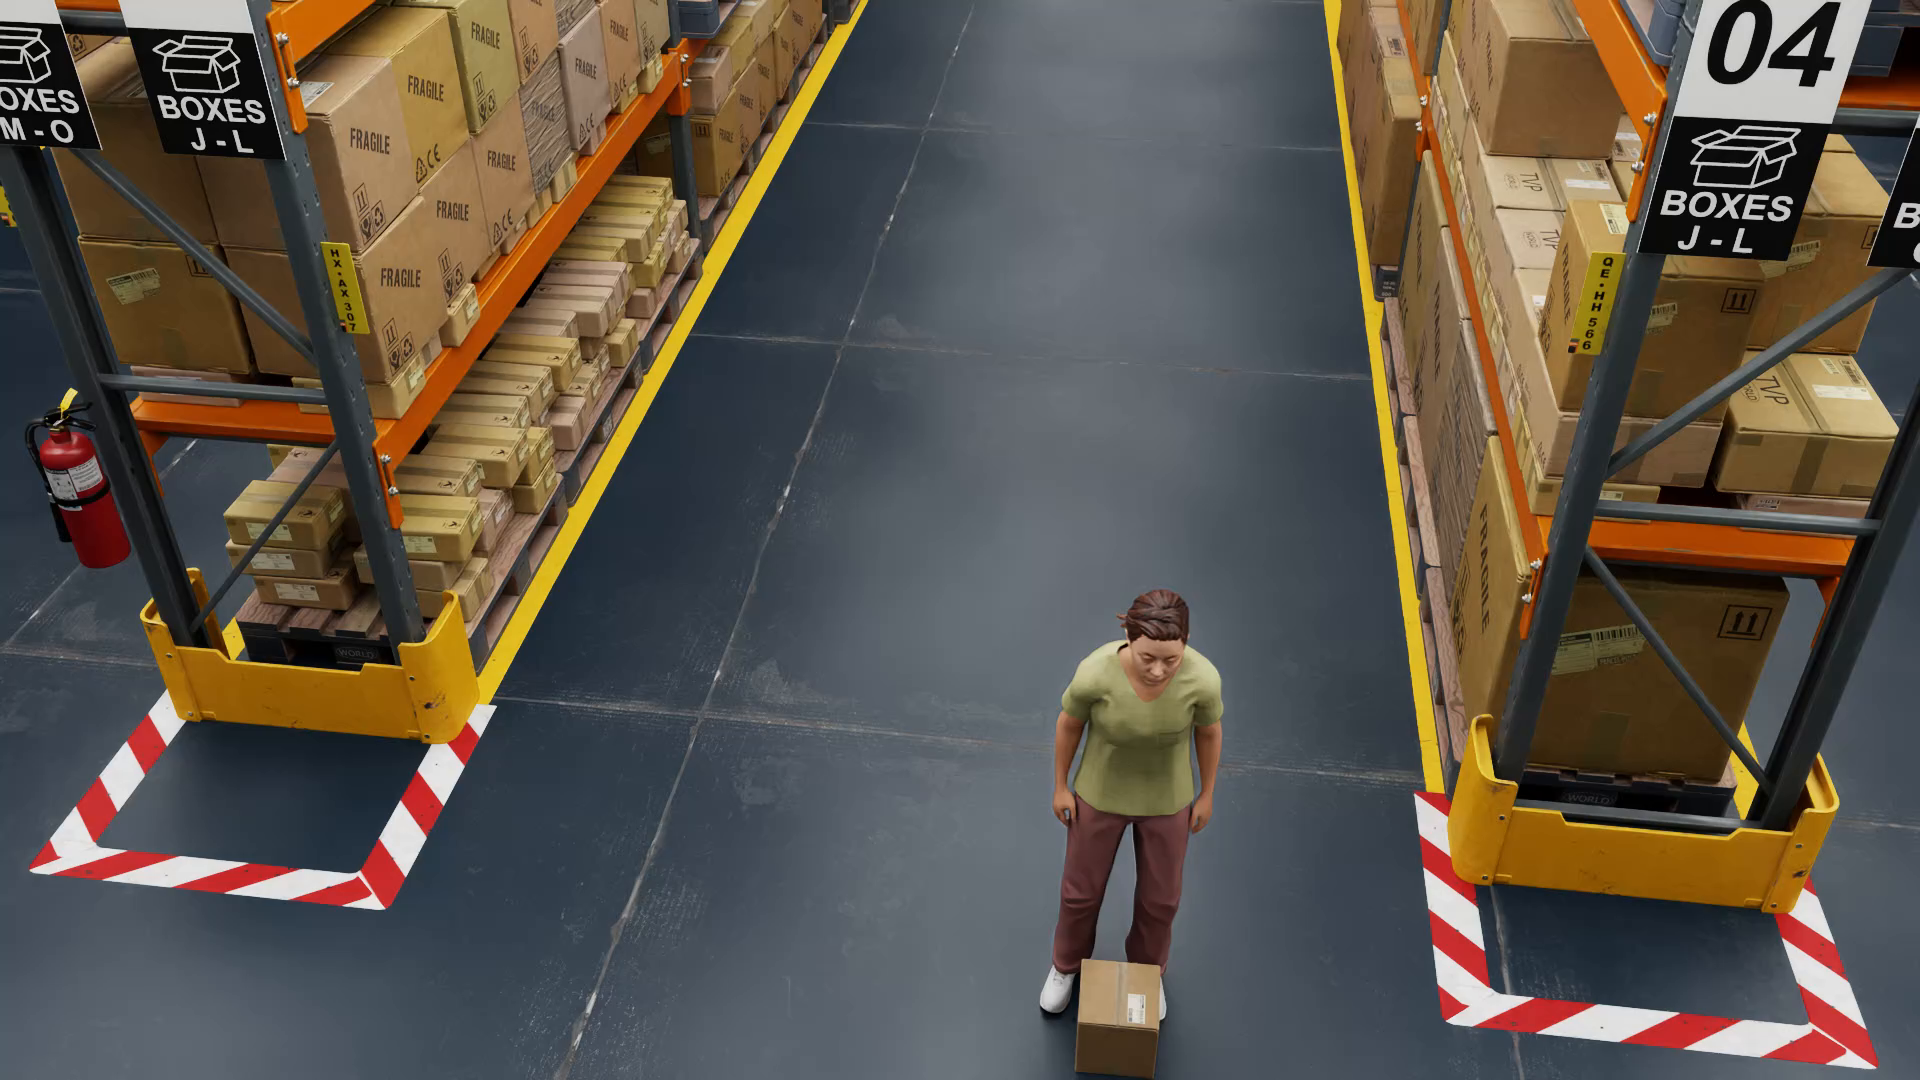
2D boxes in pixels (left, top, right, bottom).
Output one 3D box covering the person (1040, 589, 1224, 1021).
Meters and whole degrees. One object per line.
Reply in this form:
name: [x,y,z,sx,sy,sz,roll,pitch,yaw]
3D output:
person: [0.526,0.800,5.060,0.508,1.671,0.364,3,36,4]
